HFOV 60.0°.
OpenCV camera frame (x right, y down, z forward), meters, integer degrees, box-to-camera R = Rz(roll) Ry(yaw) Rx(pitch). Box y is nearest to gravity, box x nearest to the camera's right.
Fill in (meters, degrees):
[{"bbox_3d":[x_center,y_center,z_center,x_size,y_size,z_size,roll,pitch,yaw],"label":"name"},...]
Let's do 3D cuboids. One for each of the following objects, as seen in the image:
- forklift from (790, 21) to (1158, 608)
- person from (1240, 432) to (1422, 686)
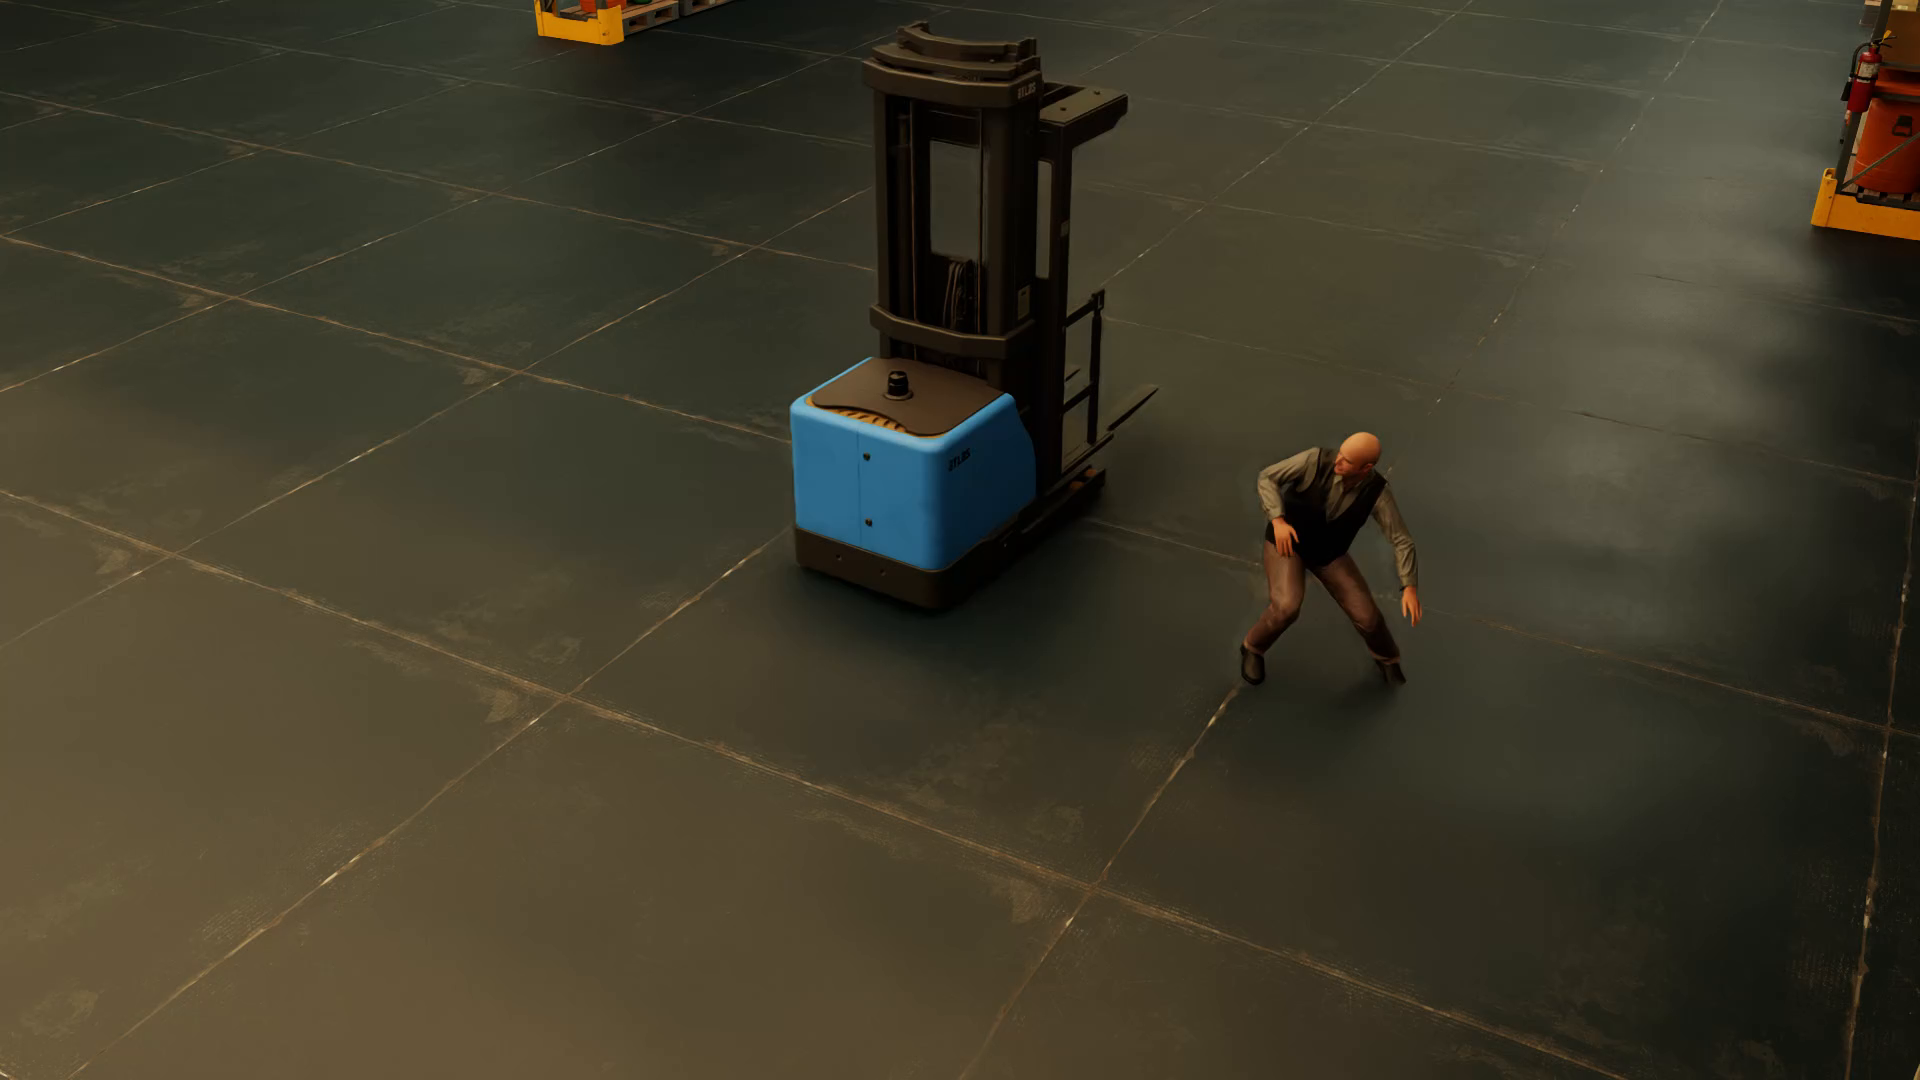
[{"bbox_3d":[0.259,-1.585,9.817,1.130,2.935,3.031,18,34,28],"label":"forklift"},{"bbox_3d":[1.904,0.121,8.389,0.891,1.505,0.764,0,30,0],"label":"person"}]
